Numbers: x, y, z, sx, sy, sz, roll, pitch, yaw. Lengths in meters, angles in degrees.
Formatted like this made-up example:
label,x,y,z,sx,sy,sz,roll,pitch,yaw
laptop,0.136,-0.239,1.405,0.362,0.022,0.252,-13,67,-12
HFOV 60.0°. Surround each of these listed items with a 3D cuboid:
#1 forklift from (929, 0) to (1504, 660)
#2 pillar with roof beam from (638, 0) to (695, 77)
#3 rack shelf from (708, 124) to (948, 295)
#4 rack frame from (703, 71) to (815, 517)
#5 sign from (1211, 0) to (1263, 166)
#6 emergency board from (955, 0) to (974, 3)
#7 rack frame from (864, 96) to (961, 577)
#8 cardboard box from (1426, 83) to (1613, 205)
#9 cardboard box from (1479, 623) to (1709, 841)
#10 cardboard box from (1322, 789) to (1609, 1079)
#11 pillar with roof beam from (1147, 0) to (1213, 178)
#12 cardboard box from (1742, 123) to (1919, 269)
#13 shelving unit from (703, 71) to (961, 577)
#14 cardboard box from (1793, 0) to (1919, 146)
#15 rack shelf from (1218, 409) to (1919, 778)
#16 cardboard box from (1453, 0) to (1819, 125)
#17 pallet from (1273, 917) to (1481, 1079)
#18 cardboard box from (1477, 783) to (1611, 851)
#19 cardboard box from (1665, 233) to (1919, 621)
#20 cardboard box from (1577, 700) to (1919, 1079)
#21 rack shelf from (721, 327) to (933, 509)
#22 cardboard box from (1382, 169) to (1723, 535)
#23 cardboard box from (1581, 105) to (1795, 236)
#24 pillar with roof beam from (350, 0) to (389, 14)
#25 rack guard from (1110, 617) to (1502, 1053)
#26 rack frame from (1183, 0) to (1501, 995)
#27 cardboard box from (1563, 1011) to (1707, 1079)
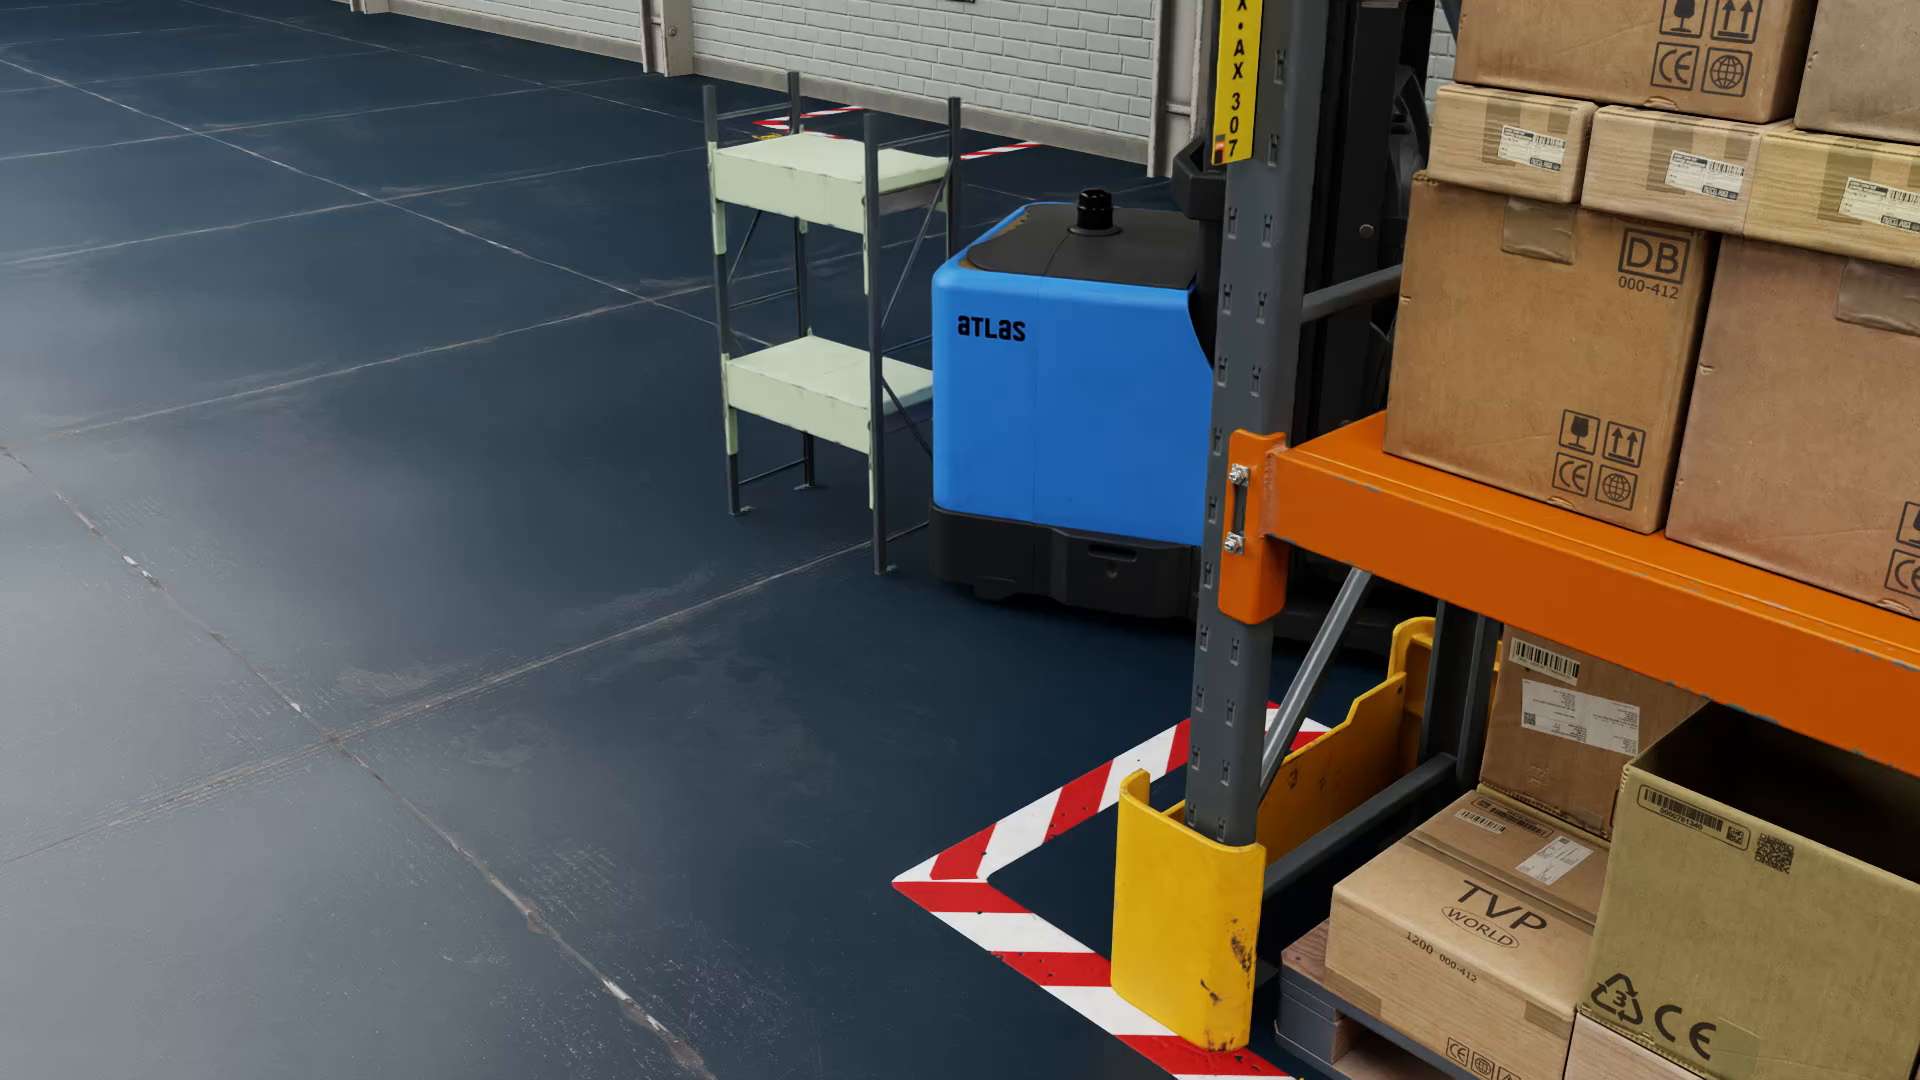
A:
label,x,y,z,sx,sy,sz,roll,pitch,yaw
forklift,1.475,-1.145,4.728,3.031,2.935,1.130,8,26,18
pillar with roof beam,-5.759,-7.089,10.447,9.100,9.000,0.400,-21,32,-38
rack shelf,-0.411,-1.083,5.376,0.720,0.370,0.431,21,32,38
rack frame,-0.682,-0.830,5.762,0.023,1.500,0.400,21,32,38
sign,0.453,-0.780,2.707,0.100,0.325,0.005,-21,32,-38
emergency board,-0.169,-4.530,12.066,0.157,1.169,0.626,-21,32,-38
rack frame,-0.140,-0.626,5.315,0.023,1.500,0.400,21,32,38
cardboard box,0.973,-0.666,2.694,0.380,0.149,0.250,-22,32,-39
cardboard box,1.446,0.291,3.401,0.500,0.500,0.500,-21,32,-38
cardboard box,1.066,0.780,3.233,0.500,0.250,0.500,-21,32,-38
pillar with roof beam,-1.658,-5.271,6.462,9.100,9.000,0.400,-21,32,-38
cardboard box,1.325,-0.511,2.354,0.380,0.149,0.250,-21,32,-38
shelving unit,-0.411,-0.728,5.538,0.755,1.500,0.431,21,32,38
cardboard box,1.572,-0.822,2.255,0.700,0.500,0.500,-22,33,-40
rack shelf,2.229,0.428,2.065,1.077,0.370,4.000,-21,32,-38
cardboard box,1.208,-0.980,2.601,0.700,0.500,0.500,-21,32,-38
pallet,1.415,0.983,3.341,1.003,0.211,1.213,-21,32,-38
cardboard box,1.444,0.633,3.555,0.500,0.250,0.500,-21,32,-38
cardboard box,1.534,-0.248,2.559,0.700,0.500,0.500,-20,31,-37
cardboard box,1.409,0.590,2.746,0.500,0.500,0.500,-21,32,-38
rack shelf,-0.411,-0.431,5.674,0.720,0.370,0.431,21,32,38
cardboard box,1.172,-0.406,2.905,0.700,0.500,0.500,-21,32,-38
cardboard box,1.156,-0.587,2.520,0.380,0.149,0.250,-22,33,-40
pillar with roof beam,-9.860,-8.907,14.432,9.100,9.000,0.400,-21,32,-38
rack guard,0.846,0.625,3.779,1.175,0.500,0.348,-21,32,-38
rack frame,0.862,-0.505,3.244,1.000,3.000,0.127,-21,32,-38
cardboard box,1.411,0.931,2.903,0.500,0.250,0.500,-21,32,-38
